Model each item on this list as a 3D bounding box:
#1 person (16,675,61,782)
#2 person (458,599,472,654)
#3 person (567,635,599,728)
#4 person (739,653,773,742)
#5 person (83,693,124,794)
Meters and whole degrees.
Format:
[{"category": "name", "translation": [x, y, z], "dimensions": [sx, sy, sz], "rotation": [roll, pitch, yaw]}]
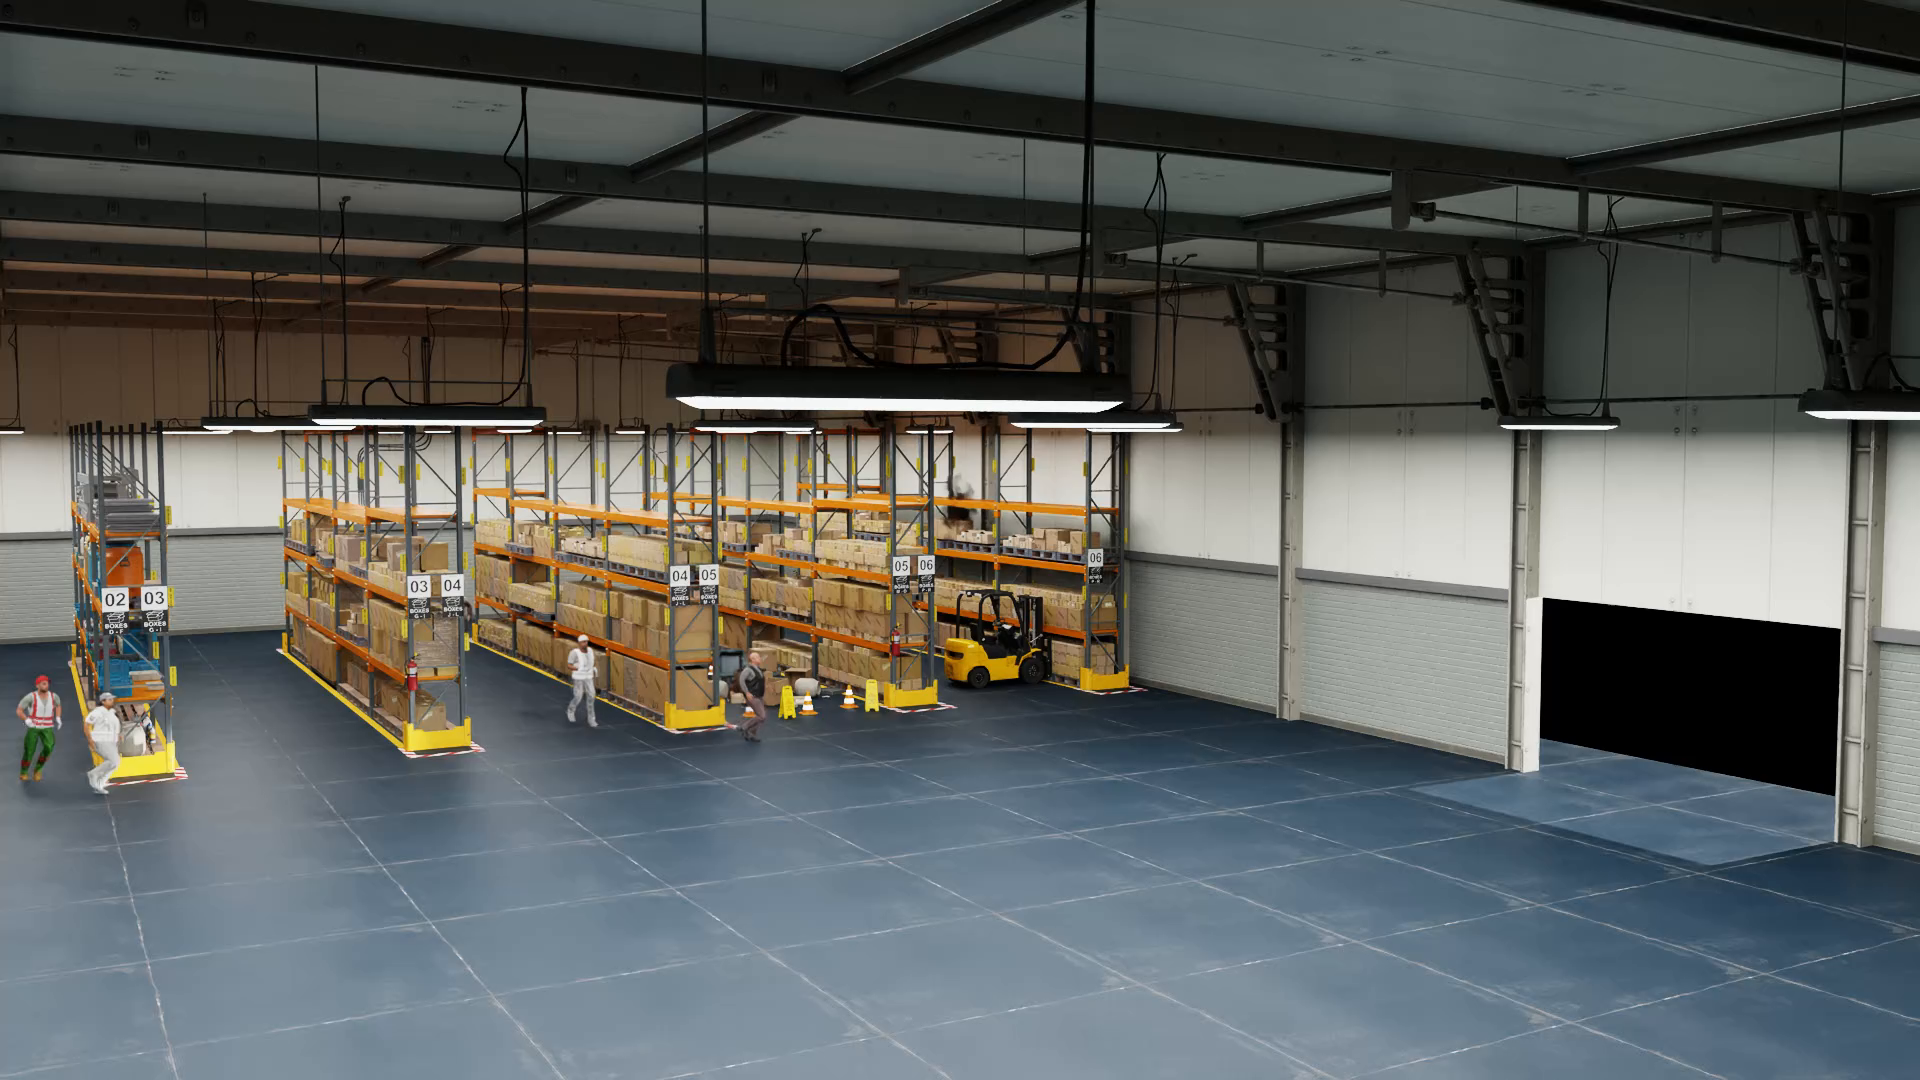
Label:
[{"category": "person", "translation": [-15.312, 3.137, 27.716], "dimensions": [0.721, 1.755, 0.635], "rotation": [-3, 5, -44]}, {"category": "person", "translation": [-12.975, 2.177, 43.000], "dimensions": [0.726, 1.735, 0.899], "rotation": [-1, 4, -22]}, {"category": "person", "translation": [-7.499, 2.784, 33.040], "dimensions": [0.708, 1.821, 0.861], "rotation": [-3, 5, -44]}, {"category": "person", "translation": [-3.820, 2.954, 31.199], "dimensions": [0.570, 1.688, 0.672], "rotation": [1, 4, 15]}, {"category": "person", "translation": [-13.731, 3.267, 26.835], "dimensions": [0.526, 1.594, 0.640], "rotation": [0, 4, 7]}]
